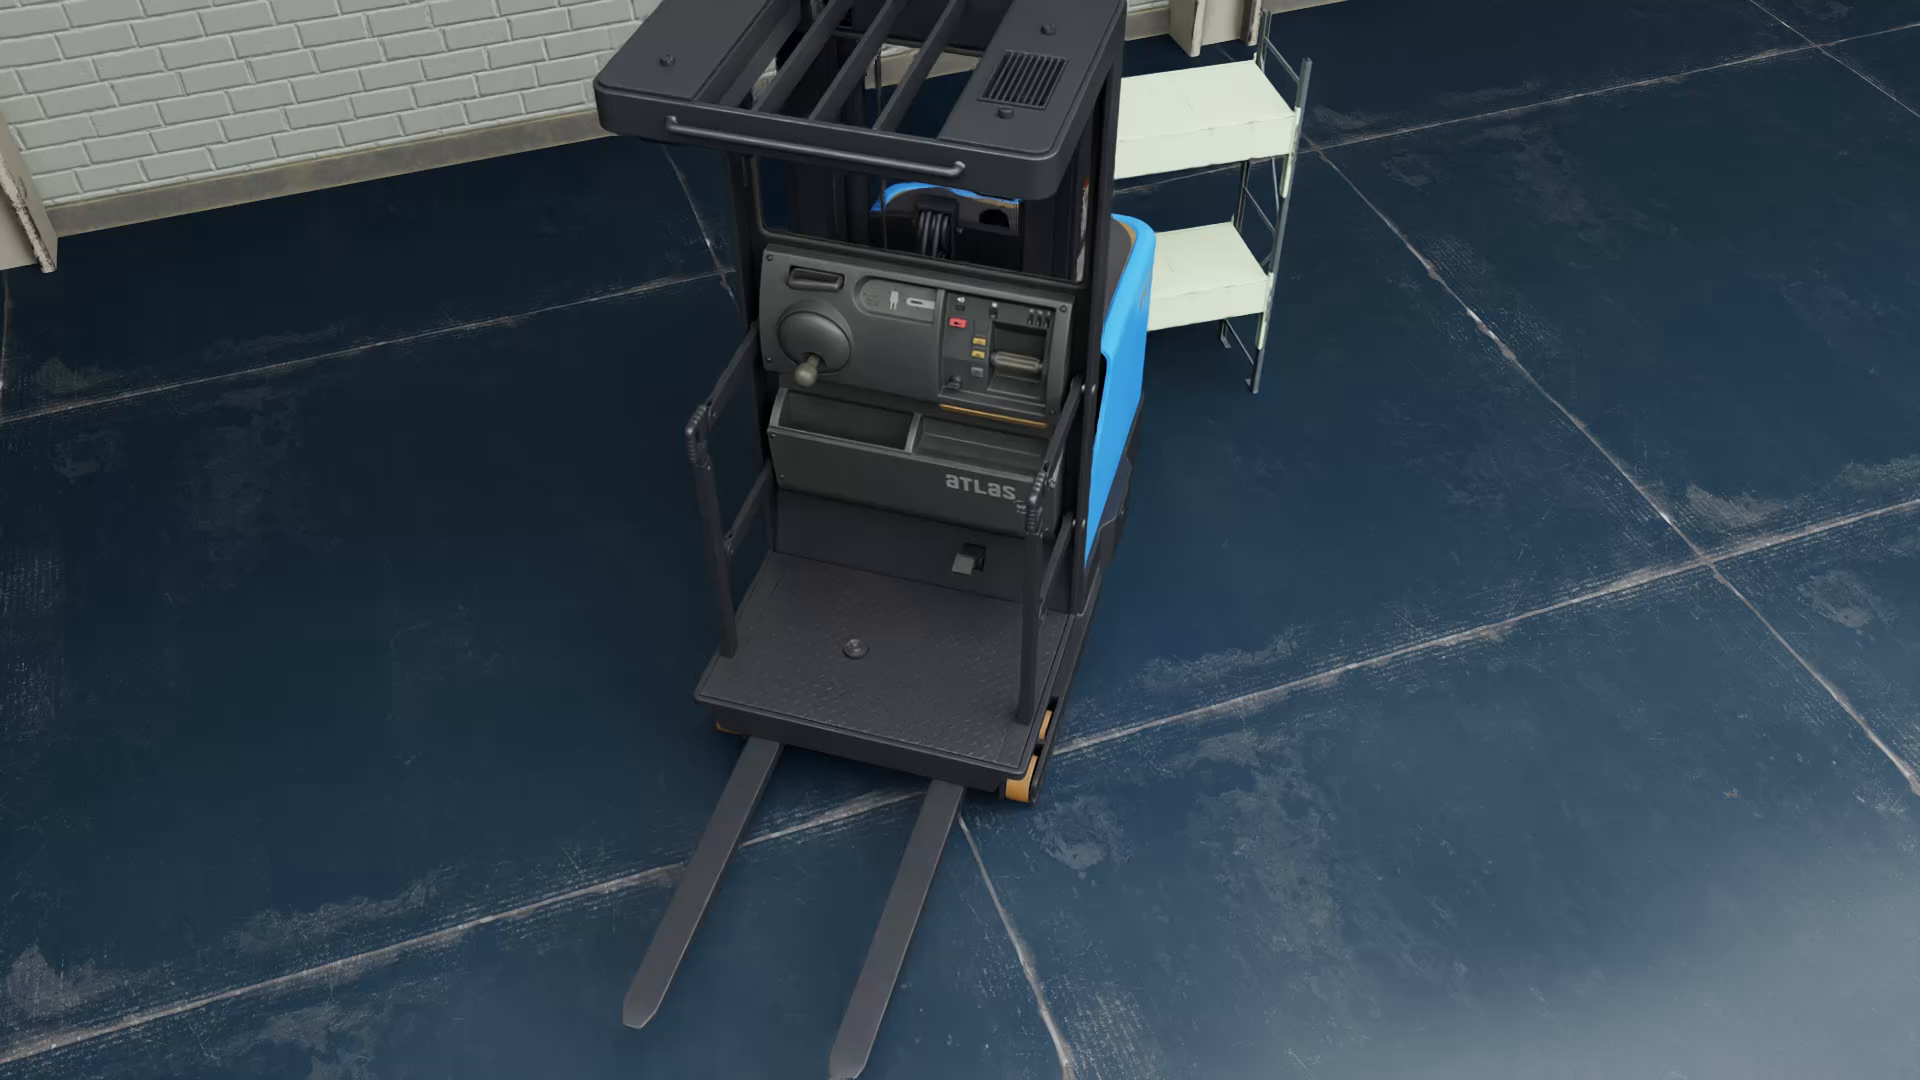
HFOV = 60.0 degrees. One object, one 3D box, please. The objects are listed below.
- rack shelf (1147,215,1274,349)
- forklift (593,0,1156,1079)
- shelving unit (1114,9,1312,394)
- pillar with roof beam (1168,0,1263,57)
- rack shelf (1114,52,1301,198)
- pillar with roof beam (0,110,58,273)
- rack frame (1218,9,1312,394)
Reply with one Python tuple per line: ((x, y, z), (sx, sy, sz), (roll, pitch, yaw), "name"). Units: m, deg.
((0.811, -0.973, 6.621), (0.720, 0.370, 0.431), (-11, 46, -10), "rack shelf")
((-0.196, -0.501, 4.680), (1.130, 2.935, 3.031), (12, 46, 11), "forklift")
((0.811, -1.203, 6.390), (0.755, 1.500, 0.431), (-11, 46, -10), "shelving unit")
((2.814, -3.014, 2.900), (0.400, 9.000, 9.100), (-14, 47, -14), "pillar with roof beam")
((0.811, -1.478, 6.113), (0.720, 0.370, 0.431), (-11, 46, -10), "rack shelf")
((-2.829, -1.571, 1.462), (0.400, 9.000, 9.100), (-14, 47, -14), "pillar with roof beam")
((1.165, -1.269, 6.456), (0.023, 1.500, 0.400), (-11, 46, -10), "rack frame")
